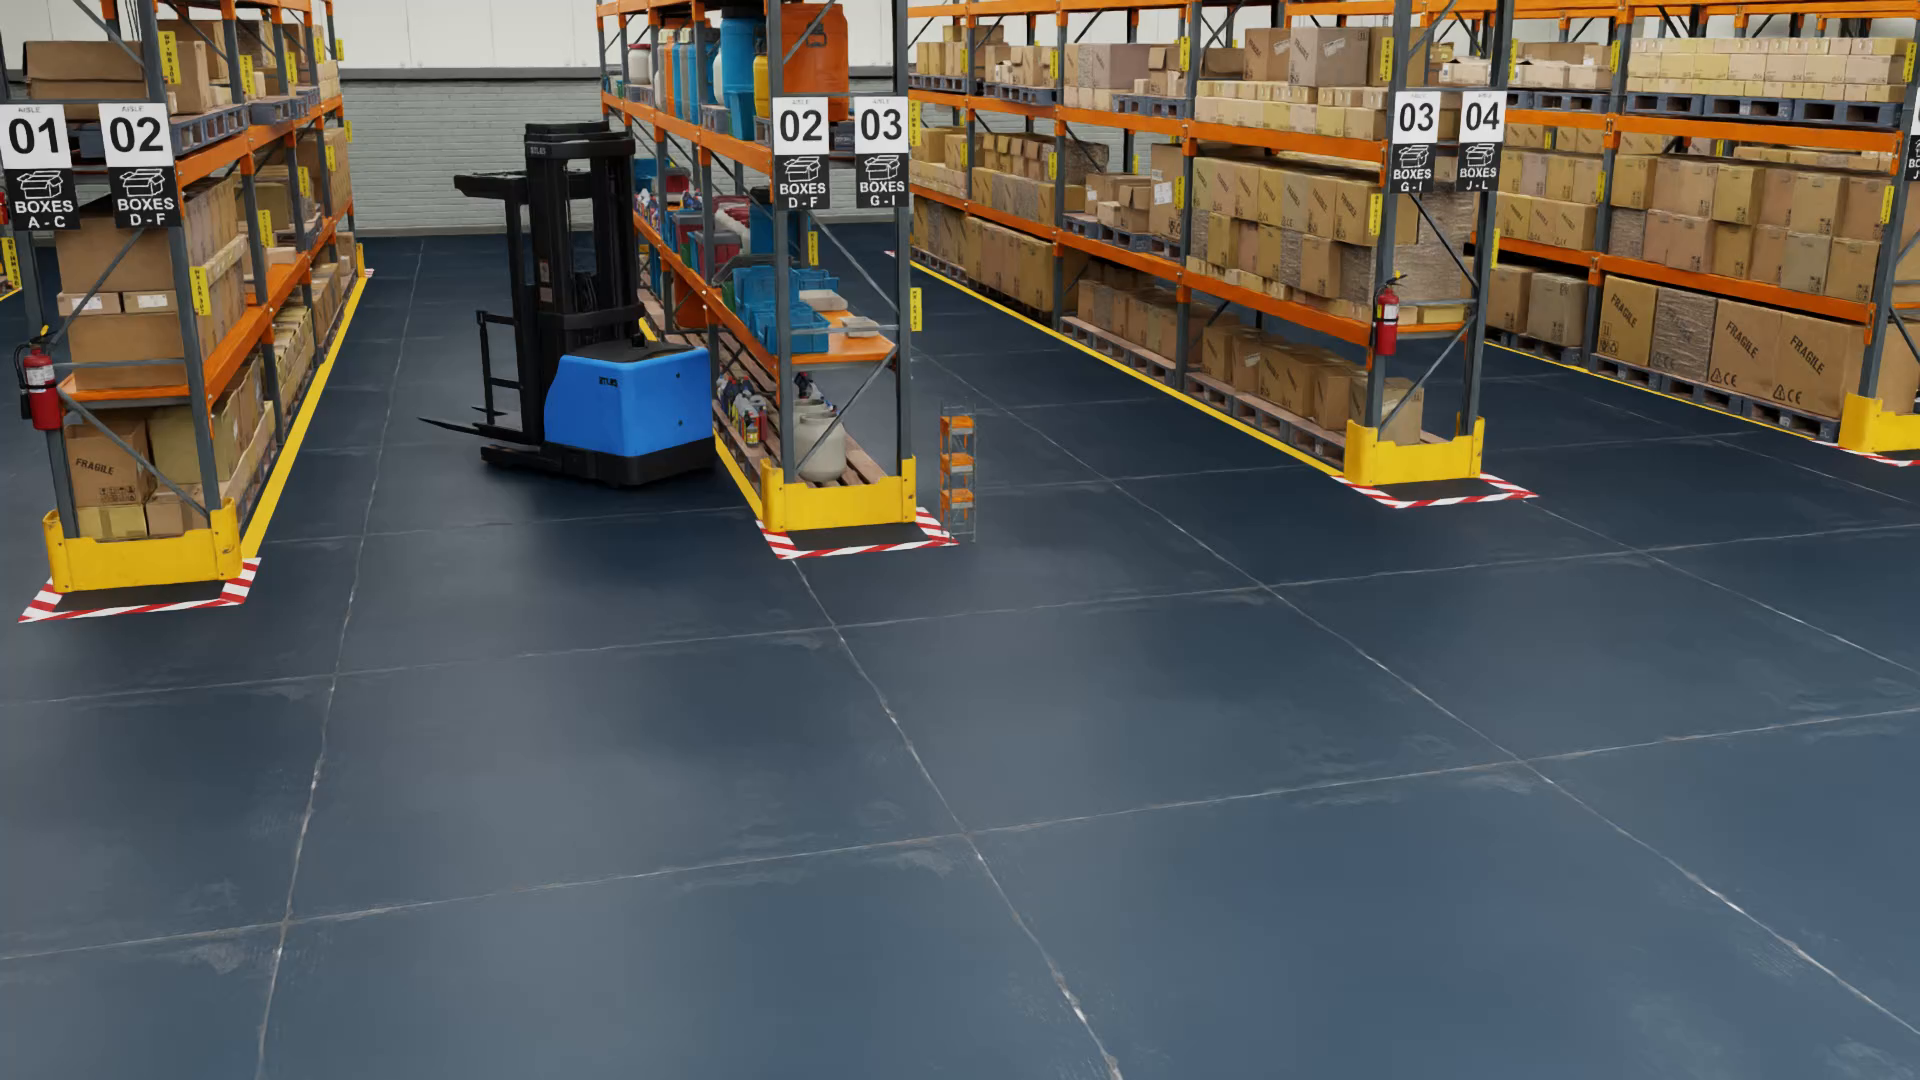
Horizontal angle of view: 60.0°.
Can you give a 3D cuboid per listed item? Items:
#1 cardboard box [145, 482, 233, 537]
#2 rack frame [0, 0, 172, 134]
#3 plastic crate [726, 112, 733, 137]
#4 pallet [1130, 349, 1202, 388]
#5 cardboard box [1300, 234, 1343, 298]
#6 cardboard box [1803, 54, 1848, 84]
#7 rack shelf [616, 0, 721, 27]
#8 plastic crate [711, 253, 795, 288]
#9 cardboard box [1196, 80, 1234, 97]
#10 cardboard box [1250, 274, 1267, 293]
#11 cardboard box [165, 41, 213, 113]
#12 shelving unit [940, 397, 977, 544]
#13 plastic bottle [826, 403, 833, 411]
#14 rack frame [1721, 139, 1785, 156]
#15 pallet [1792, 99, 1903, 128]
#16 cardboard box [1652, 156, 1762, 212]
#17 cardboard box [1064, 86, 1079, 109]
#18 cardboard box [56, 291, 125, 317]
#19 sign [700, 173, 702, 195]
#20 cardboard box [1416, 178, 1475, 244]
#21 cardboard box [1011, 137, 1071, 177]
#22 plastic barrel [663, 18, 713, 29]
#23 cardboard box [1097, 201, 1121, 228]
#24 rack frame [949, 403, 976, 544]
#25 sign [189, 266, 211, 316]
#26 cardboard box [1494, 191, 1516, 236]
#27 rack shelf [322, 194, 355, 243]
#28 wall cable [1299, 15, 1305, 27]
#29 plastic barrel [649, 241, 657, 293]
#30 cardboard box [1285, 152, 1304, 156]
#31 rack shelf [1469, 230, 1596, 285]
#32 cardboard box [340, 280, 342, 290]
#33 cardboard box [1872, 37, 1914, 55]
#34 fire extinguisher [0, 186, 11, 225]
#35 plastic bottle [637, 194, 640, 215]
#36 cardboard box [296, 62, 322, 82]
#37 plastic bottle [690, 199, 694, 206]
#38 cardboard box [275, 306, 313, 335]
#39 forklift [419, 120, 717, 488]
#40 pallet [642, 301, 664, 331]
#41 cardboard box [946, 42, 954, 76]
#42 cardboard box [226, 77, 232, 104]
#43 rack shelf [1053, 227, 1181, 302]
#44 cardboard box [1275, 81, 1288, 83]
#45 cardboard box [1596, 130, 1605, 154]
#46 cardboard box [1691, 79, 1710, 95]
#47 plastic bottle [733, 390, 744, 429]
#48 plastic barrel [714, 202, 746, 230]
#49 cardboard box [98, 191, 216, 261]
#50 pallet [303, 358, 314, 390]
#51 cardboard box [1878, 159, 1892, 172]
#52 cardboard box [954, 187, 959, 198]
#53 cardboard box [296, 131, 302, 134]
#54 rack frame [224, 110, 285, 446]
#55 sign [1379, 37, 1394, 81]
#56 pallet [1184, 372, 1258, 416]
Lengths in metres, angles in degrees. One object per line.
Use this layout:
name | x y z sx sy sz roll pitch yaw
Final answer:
cardboard box | -5.567 -0.226 12.038 0.500 0.250 0.500 -5 17 -15
rack frame | -5.633 -4.049 10.288 1.000 3.000 0.127 -5 17 -15
plastic crate | -1.797 -3.550 14.209 0.336 0.188 0.450 -5 17 -15
pallet | 2.578 -1.944 18.556 1.003 0.211 1.213 -5 17 -15
cardboard box | 3.515 -2.431 14.640 0.875 0.500 0.500 -5 17 -15
cardboard box | 8.150 -4.330 15.278 0.500 0.250 0.500 -5 17 -15
rack shelf | -3.618 -6.669 20.958 1.077 0.370 4.000 -5 17 -15
plastic crate | -1.947 -2.488 15.628 0.767 0.338 0.504 -5 17 -15
cardboard box | 2.586 -4.505 16.591 0.380 0.149 0.250 -5 17 -17
cardboard box | 2.988 -2.447 15.819 0.380 0.149 0.250 -5 17 -15
cardboard box | -5.827 -3.409 12.226 0.500 0.500 0.500 -5 17 -15
shelving unit | -0.014 -0.518 12.350 0.215 1.050 0.252 -5 17 -15
plastic bottle | -1.162 -1.091 14.848 0.097 0.271 0.097 0 17 0
rack frame | 11.223 -4.954 23.730 1.000 3.000 0.127 -5 17 -15
pallet | 8.475 -3.920 15.229 1.003 0.211 1.213 -5 17 -15
cardboard box | 7.921 -3.769 17.649 0.875 0.550 0.550 -5 17 -15
cardboard box | 1.579 -5.385 20.212 0.500 0.250 0.500 -4 17 -14
cardboard box | -5.922 -1.625 11.345 0.380 0.149 0.250 -5 17 -16
sign | -3.638 -5.061 23.605 0.100 0.325 0.005 -5 17 -15
cardboard box | 4.003 -2.800 14.132 0.500 0.500 0.500 -5 17 -15
cardboard box | 1.142 -5.268 22.857 0.797 0.503 0.637 -4 17 -13
plastic barrel | -3.221 -5.779 19.788 0.600 0.830 0.708 -5 17 -15
cardboard box | 1.934 -3.818 19.479 0.500 0.250 0.500 -5 17 -17
rack frame | 0.019 -0.484 12.238 0.200 1.050 0.008 -5 17 -15
sign | -5.098 -1.670 11.156 0.100 0.325 0.005 -5 17 -15
cardboard box | 6.770 -4.019 20.444 0.500 0.500 0.500 -5 17 -16
rack shelf | -9.481 -4.703 24.146 1.077 0.370 4.000 -5 17 -15
wall cable | 7.190 -11.591 35.398 0.463 3.000 0.029 -5 17 -15
plastic barrel | -4.034 -3.930 23.237 0.600 0.901 0.708 -5 17 -15
cardboard box | 5.140 -5.785 25.169 0.380 0.149 0.250 -4 17 -14
rack shelf | 7.040 -3.637 20.596 1.077 0.370 4.000 -5 17 -15
cardboard box | -8.838 -3.551 22.968 0.500 0.311 0.500 -5 17 -15
cardboard box | 8.271 -4.335 14.603 0.380 0.149 0.250 -5 17 -15
fire extinguisher | -14.390 -5.071 24.902 0.296 0.674 0.183 -5 17 -15
plastic bottle | -4.364 -4.594 22.756 0.097 0.271 0.097 0 17 0
cardboard box | -8.826 -6.253 22.232 0.500 0.250 0.500 -5 17 -15
plastic bottle | -3.523 -4.383 22.054 0.097 0.271 0.097 0 17 0
cardboard box | -7.451 -2.416 18.355 0.500 0.311 0.500 -4 17 -14
forklift | -3.611 -2.149 14.512 3.031 2.935 1.130 12 20 34
pallet | -3.657 -2.995 22.056 1.003 0.211 1.213 -5 17 -15
cardboard box | 0.178 -7.371 25.486 0.700 0.500 0.500 -4 17 -12
cardboard box | -7.046 -4.171 15.439 0.500 0.250 0.500 -6 18 -21
rack shelf | 2.244 -3.273 19.383 1.077 0.370 4.000 -5 17 -15
cardboard box | 3.298 -4.409 16.269 0.380 0.149 0.250 -6 18 -18
cardboard box | 10.270 -6.165 25.851 0.500 0.500 0.500 -5 17 -17
cardboard box | 7.645 -4.585 16.819 0.380 0.149 0.250 -5 17 -16
plastic bottle | -1.977 -1.189 15.035 0.144 0.351 0.185 -5 17 -16
plastic barrel | -2.580 -3.565 18.911 0.421 0.512 0.421 0 17 0
cardboard box | -6.191 -2.412 12.840 0.700 0.500 0.500 -5 17 -15
pallet | -7.643 -1.822 18.151 1.003 0.211 1.213 -5 17 -15
cardboard box | 11.837 -4.486 20.750 0.500 0.500 0.500 -5 17 -15
cardboard box | 0.125 -5.286 25.273 0.380 0.149 0.250 -4 17 -14
cardboard box | -9.878 -5.701 24.307 0.500 0.500 0.500 -4 17 -14
rack frame | -6.733 -2.282 14.834 1.000 3.000 0.127 -5 17 -15
sign | 3.353 -3.780 13.068 0.100 0.325 0.005 -5 17 -15
pallet | 3.012 -1.546 17.230 1.003 0.211 1.213 -5 17 -15
